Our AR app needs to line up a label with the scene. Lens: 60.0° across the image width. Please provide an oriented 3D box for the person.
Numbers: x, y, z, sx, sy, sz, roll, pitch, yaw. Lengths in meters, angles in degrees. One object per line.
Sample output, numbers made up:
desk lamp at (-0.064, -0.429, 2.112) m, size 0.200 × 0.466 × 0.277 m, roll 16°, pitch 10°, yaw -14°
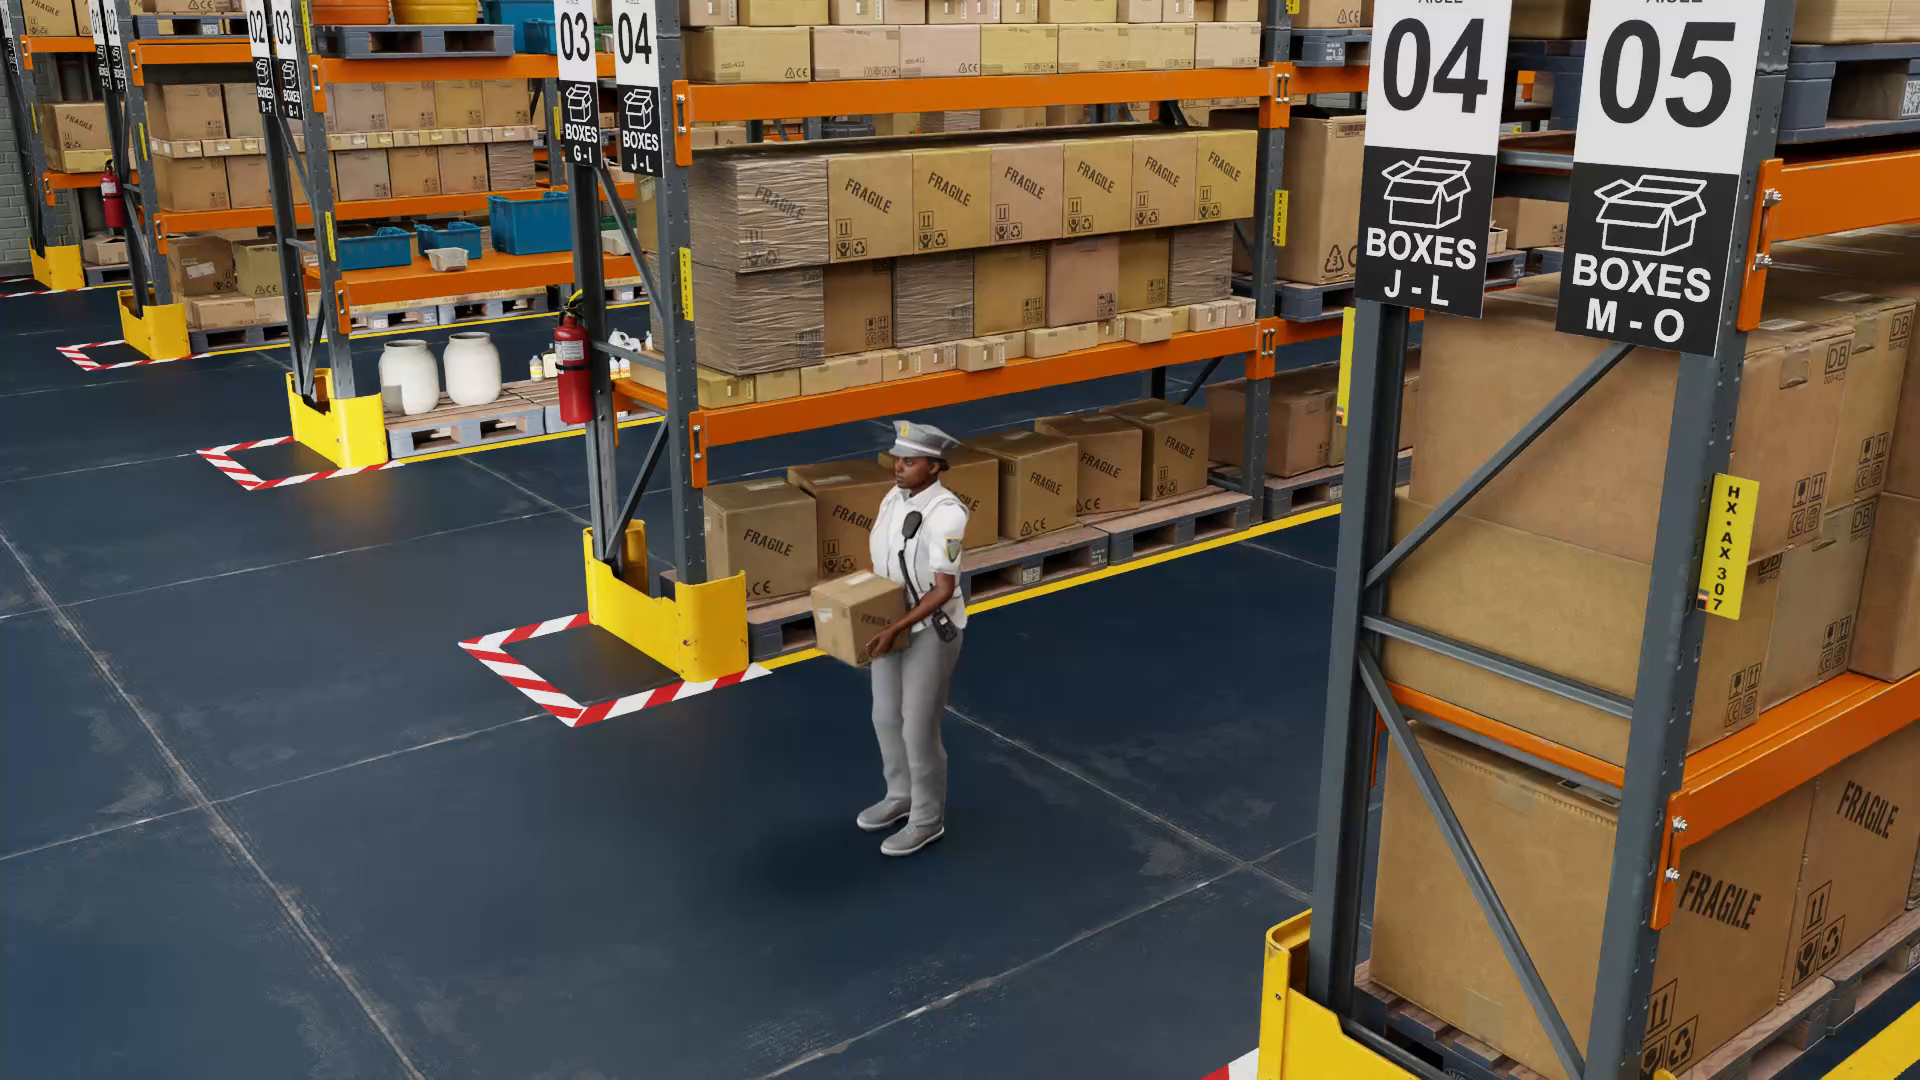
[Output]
person at (-0.229, 0.369, 6.358) m, size 0.503 × 1.688 × 0.468 m, roll -14°, pitch 22°, yaw -36°
